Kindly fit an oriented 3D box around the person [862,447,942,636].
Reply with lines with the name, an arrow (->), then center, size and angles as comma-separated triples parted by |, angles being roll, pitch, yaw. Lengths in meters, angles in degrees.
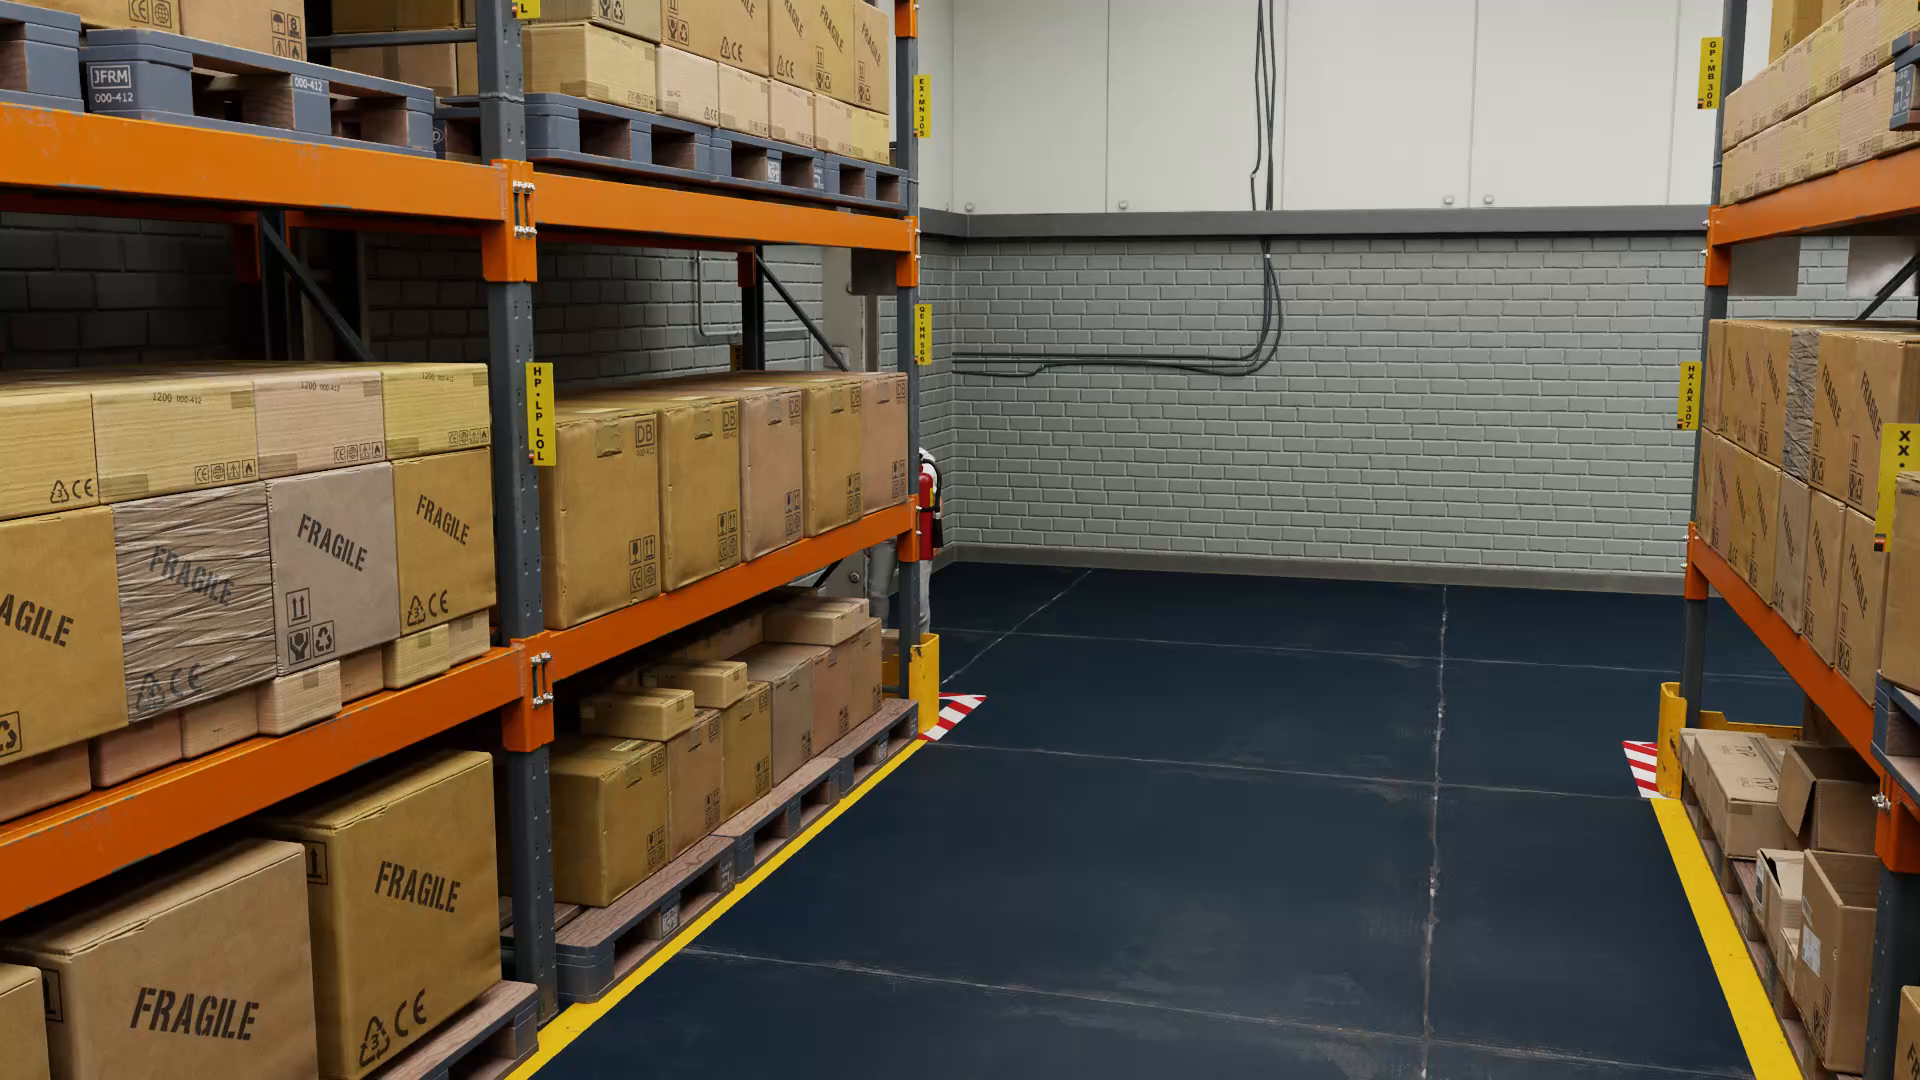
person -> -0.401, -0.007, 10.857 | 0.560, 1.667, 0.466 | 2, 9, 14
